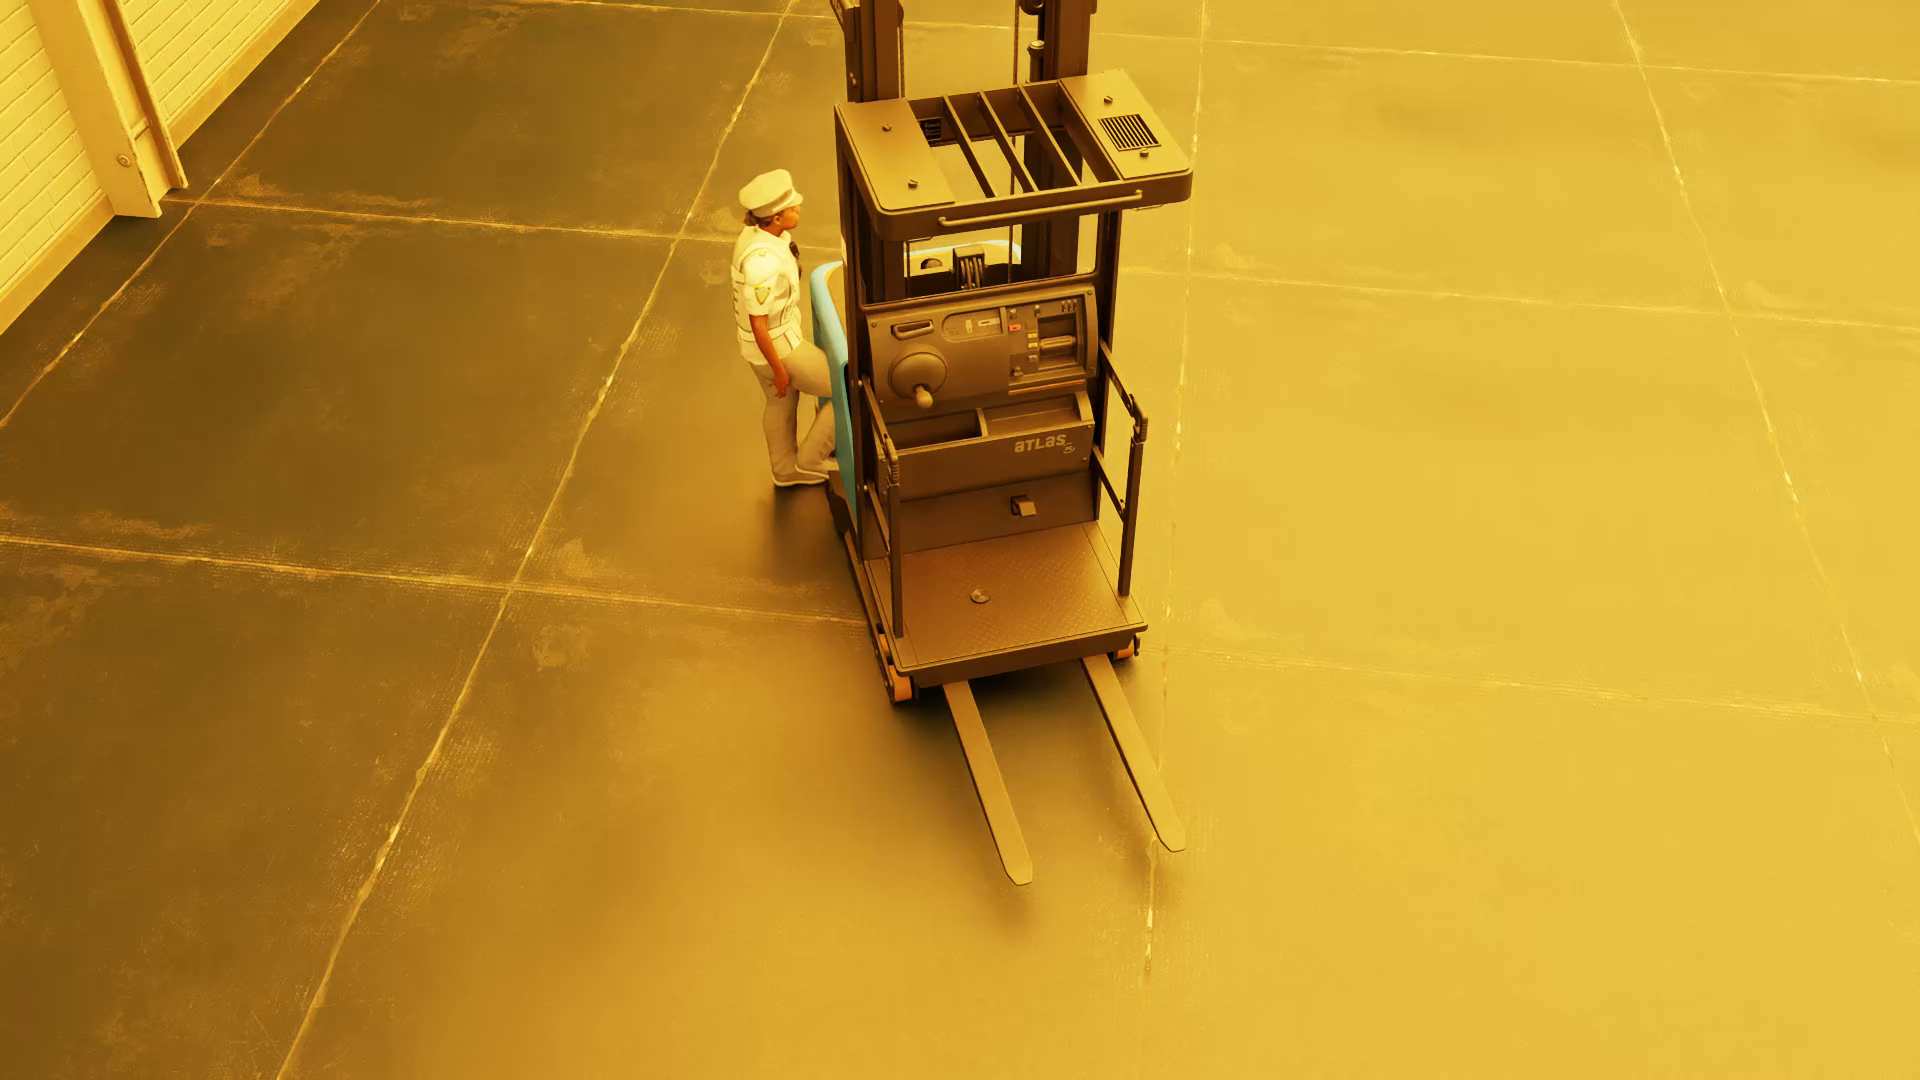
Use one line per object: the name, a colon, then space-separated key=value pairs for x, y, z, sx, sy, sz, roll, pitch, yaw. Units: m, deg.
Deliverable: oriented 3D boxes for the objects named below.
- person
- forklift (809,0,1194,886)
person: x=-0.729 y=-0.892 z=7.609 sx=0.567 sy=1.679 sz=0.572 roll=-5 pitch=43 yaw=-5
forklift: x=0.153 y=-0.681 z=6.465 sx=1.130 sy=2.935 sz=3.031 roll=-10 pitch=44 yaw=-11
